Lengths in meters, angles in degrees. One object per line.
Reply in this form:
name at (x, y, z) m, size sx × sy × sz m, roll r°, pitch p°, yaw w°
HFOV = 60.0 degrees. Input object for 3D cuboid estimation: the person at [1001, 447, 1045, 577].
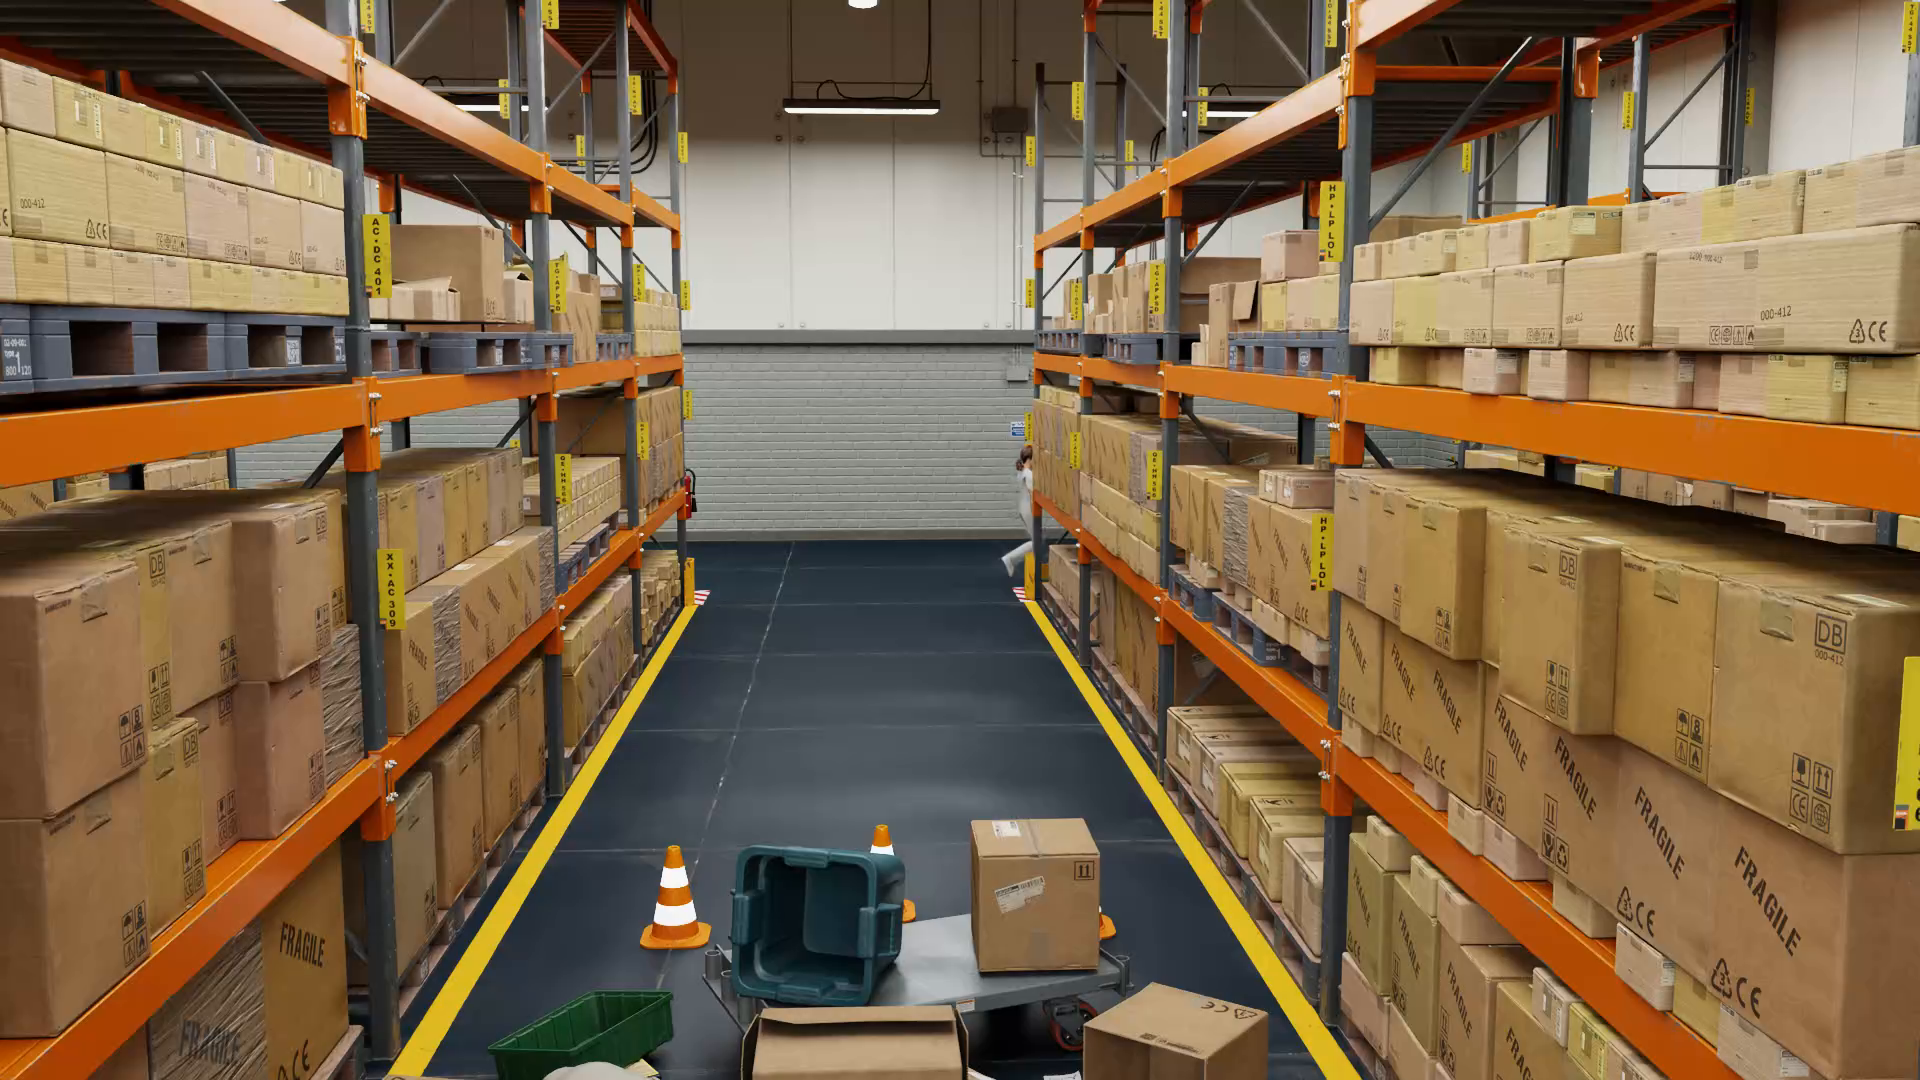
person at (0.821, -0.308, 20.283) m, size 0.699 × 1.655 × 0.490 m, roll -2°, pitch 7°, yaw -14°
